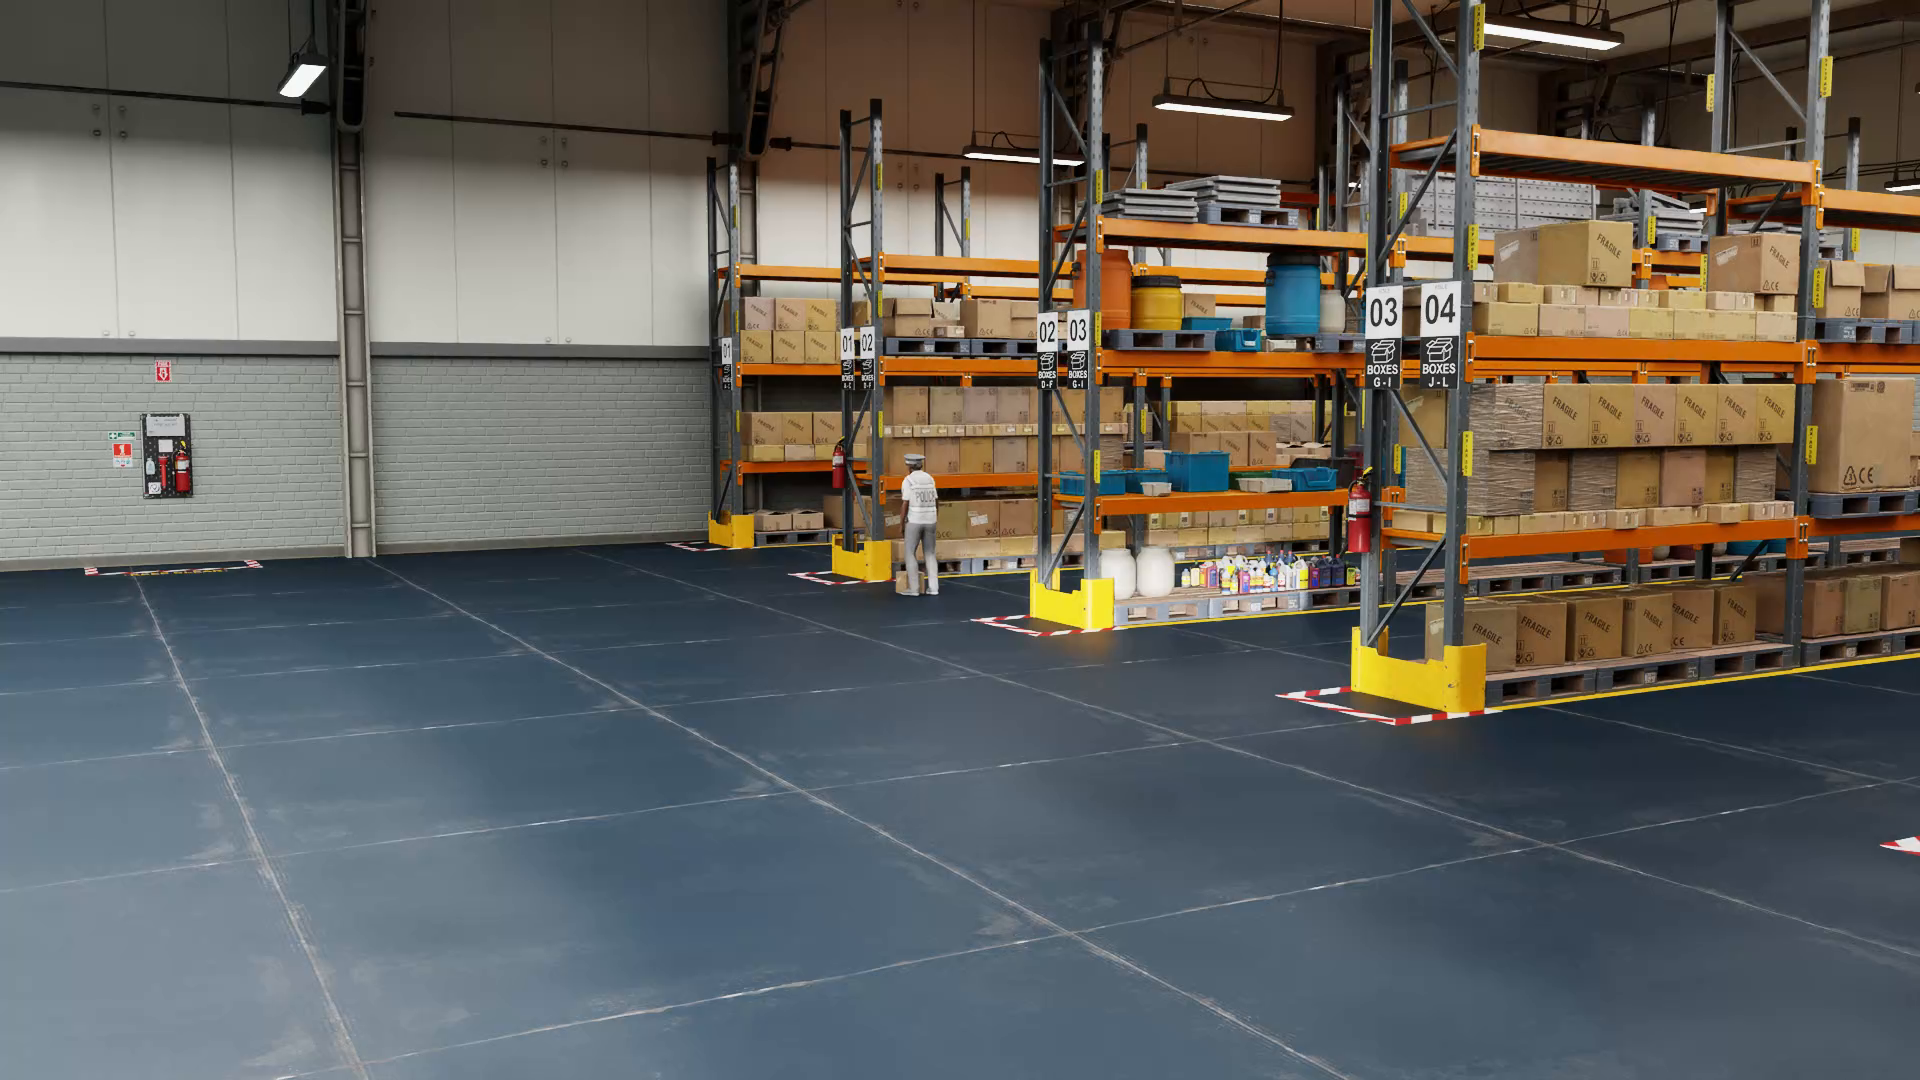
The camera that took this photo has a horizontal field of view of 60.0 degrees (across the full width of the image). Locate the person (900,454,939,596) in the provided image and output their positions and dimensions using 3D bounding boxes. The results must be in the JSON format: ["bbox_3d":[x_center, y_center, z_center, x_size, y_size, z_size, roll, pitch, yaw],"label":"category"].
[{"bbox_3d":[-0.473,-0.177,19.489,0.515,1.657,0.400,-3,6,-29],"label":"person"}]
